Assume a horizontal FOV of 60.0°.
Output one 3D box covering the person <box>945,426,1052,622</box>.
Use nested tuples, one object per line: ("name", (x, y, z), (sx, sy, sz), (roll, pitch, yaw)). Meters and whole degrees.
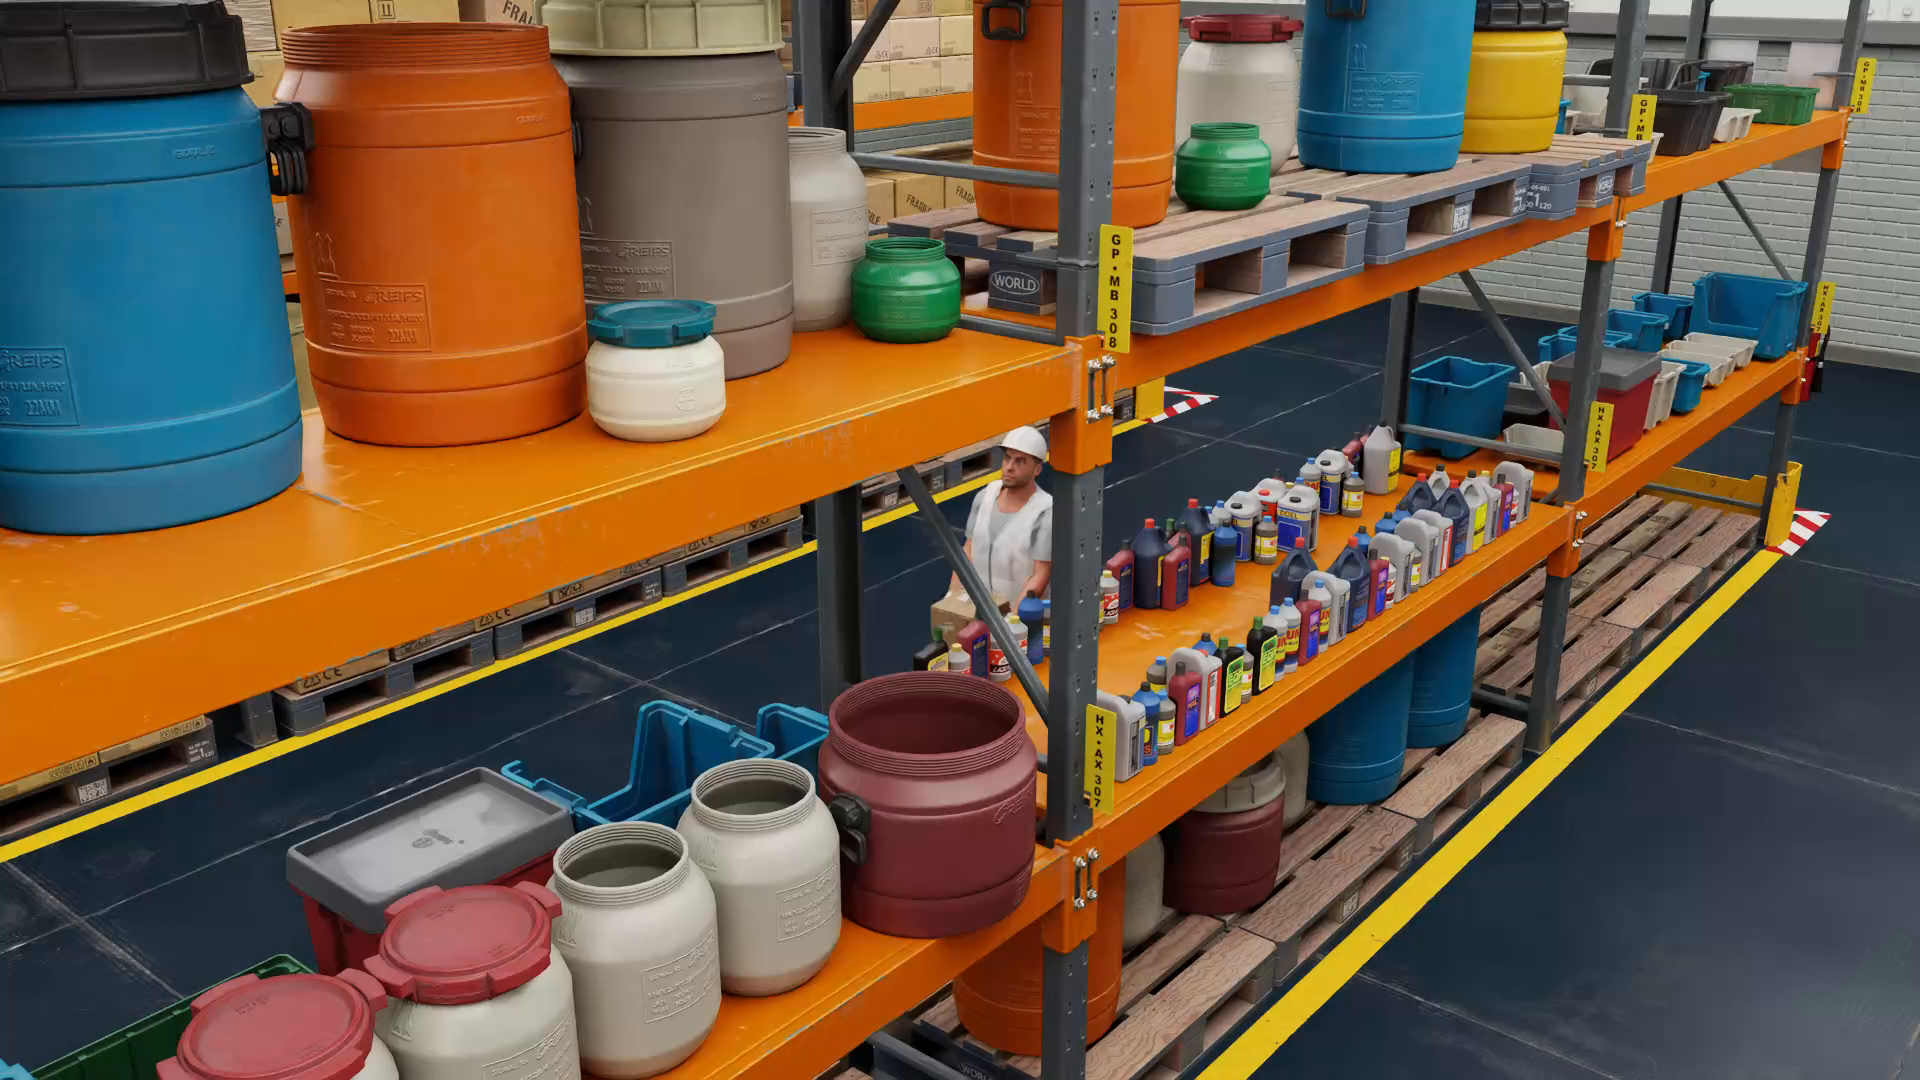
("person", (0.175, 0.378, 7.492), (0.535, 1.793, 0.525), (16, 25, 36))
